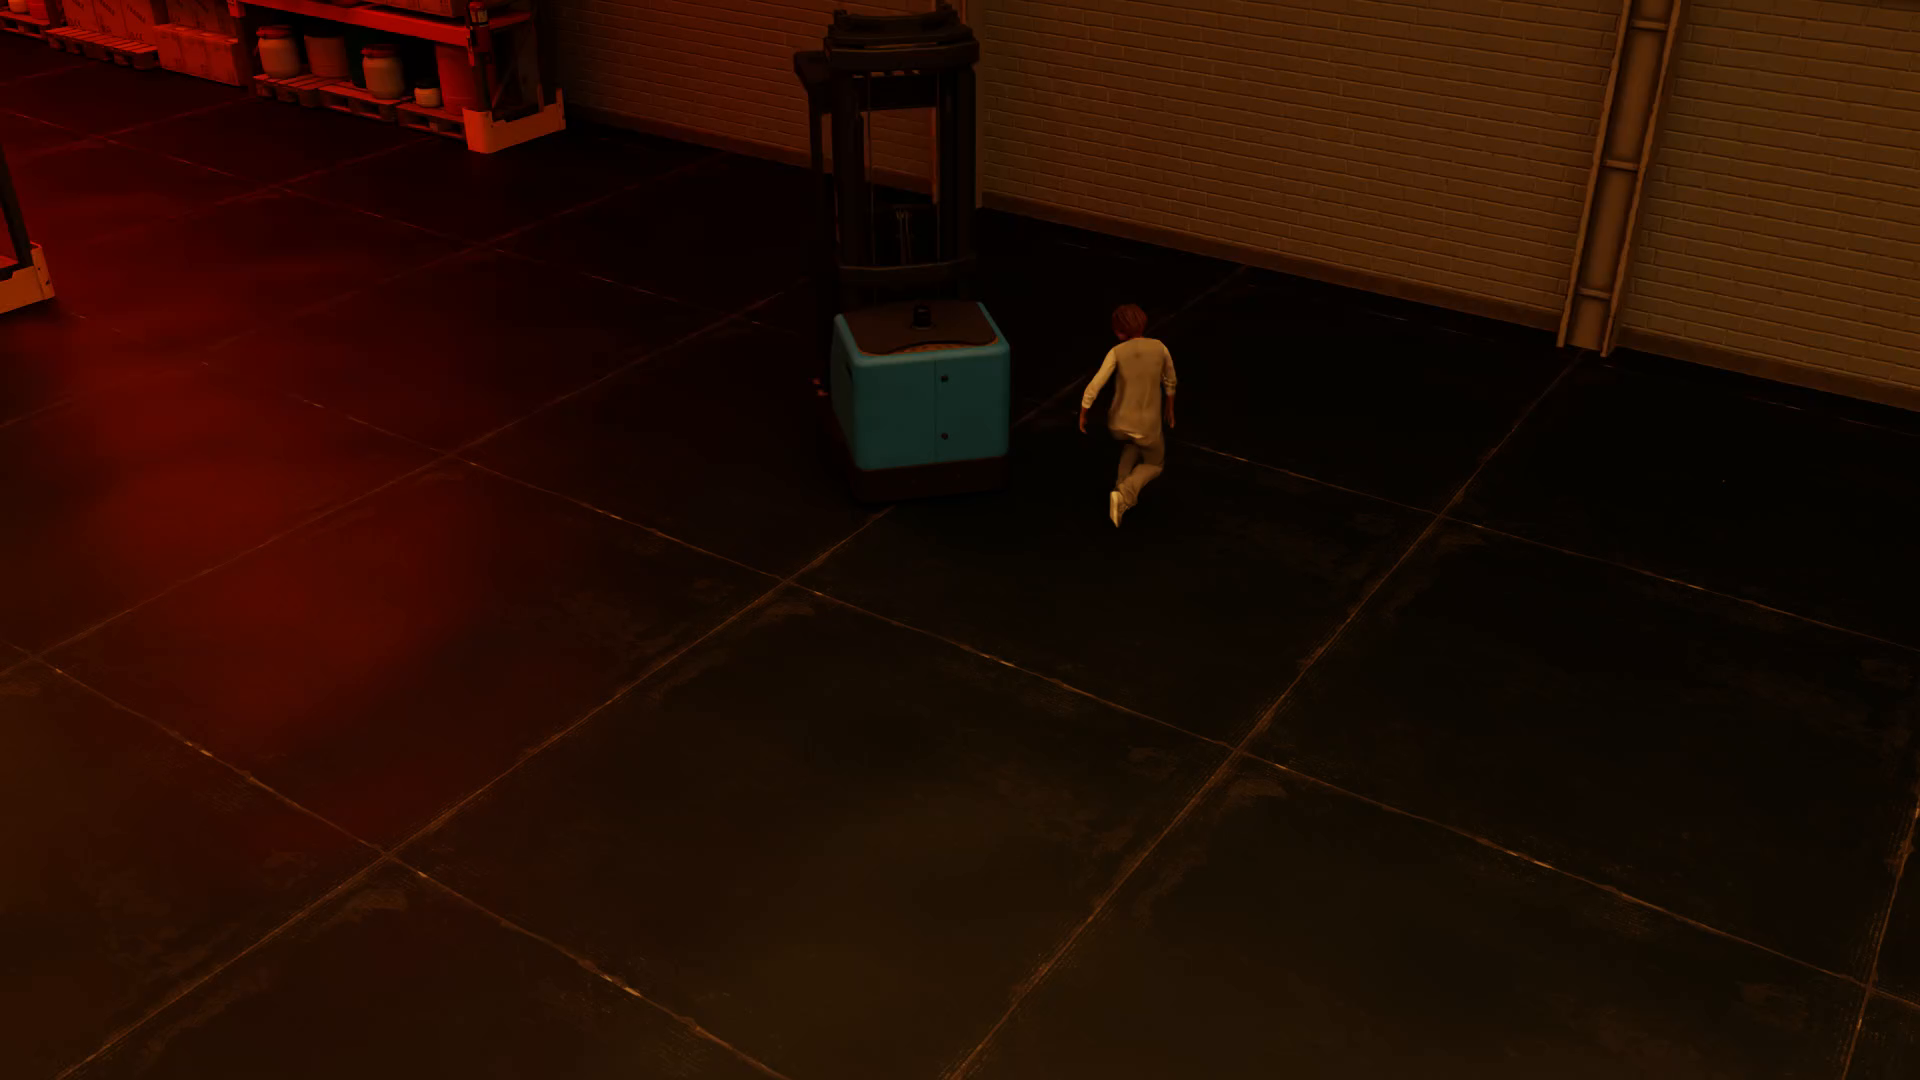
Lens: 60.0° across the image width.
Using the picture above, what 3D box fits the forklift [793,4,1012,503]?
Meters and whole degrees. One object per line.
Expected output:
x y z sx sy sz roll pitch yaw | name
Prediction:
-0.495 -2.232 11.424 1.130 2.935 3.031 -7 31 -11 | forklift

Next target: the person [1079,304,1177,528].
1.033 -0.764 10.465 0.575 1.395 0.643 9 31 15 | person
